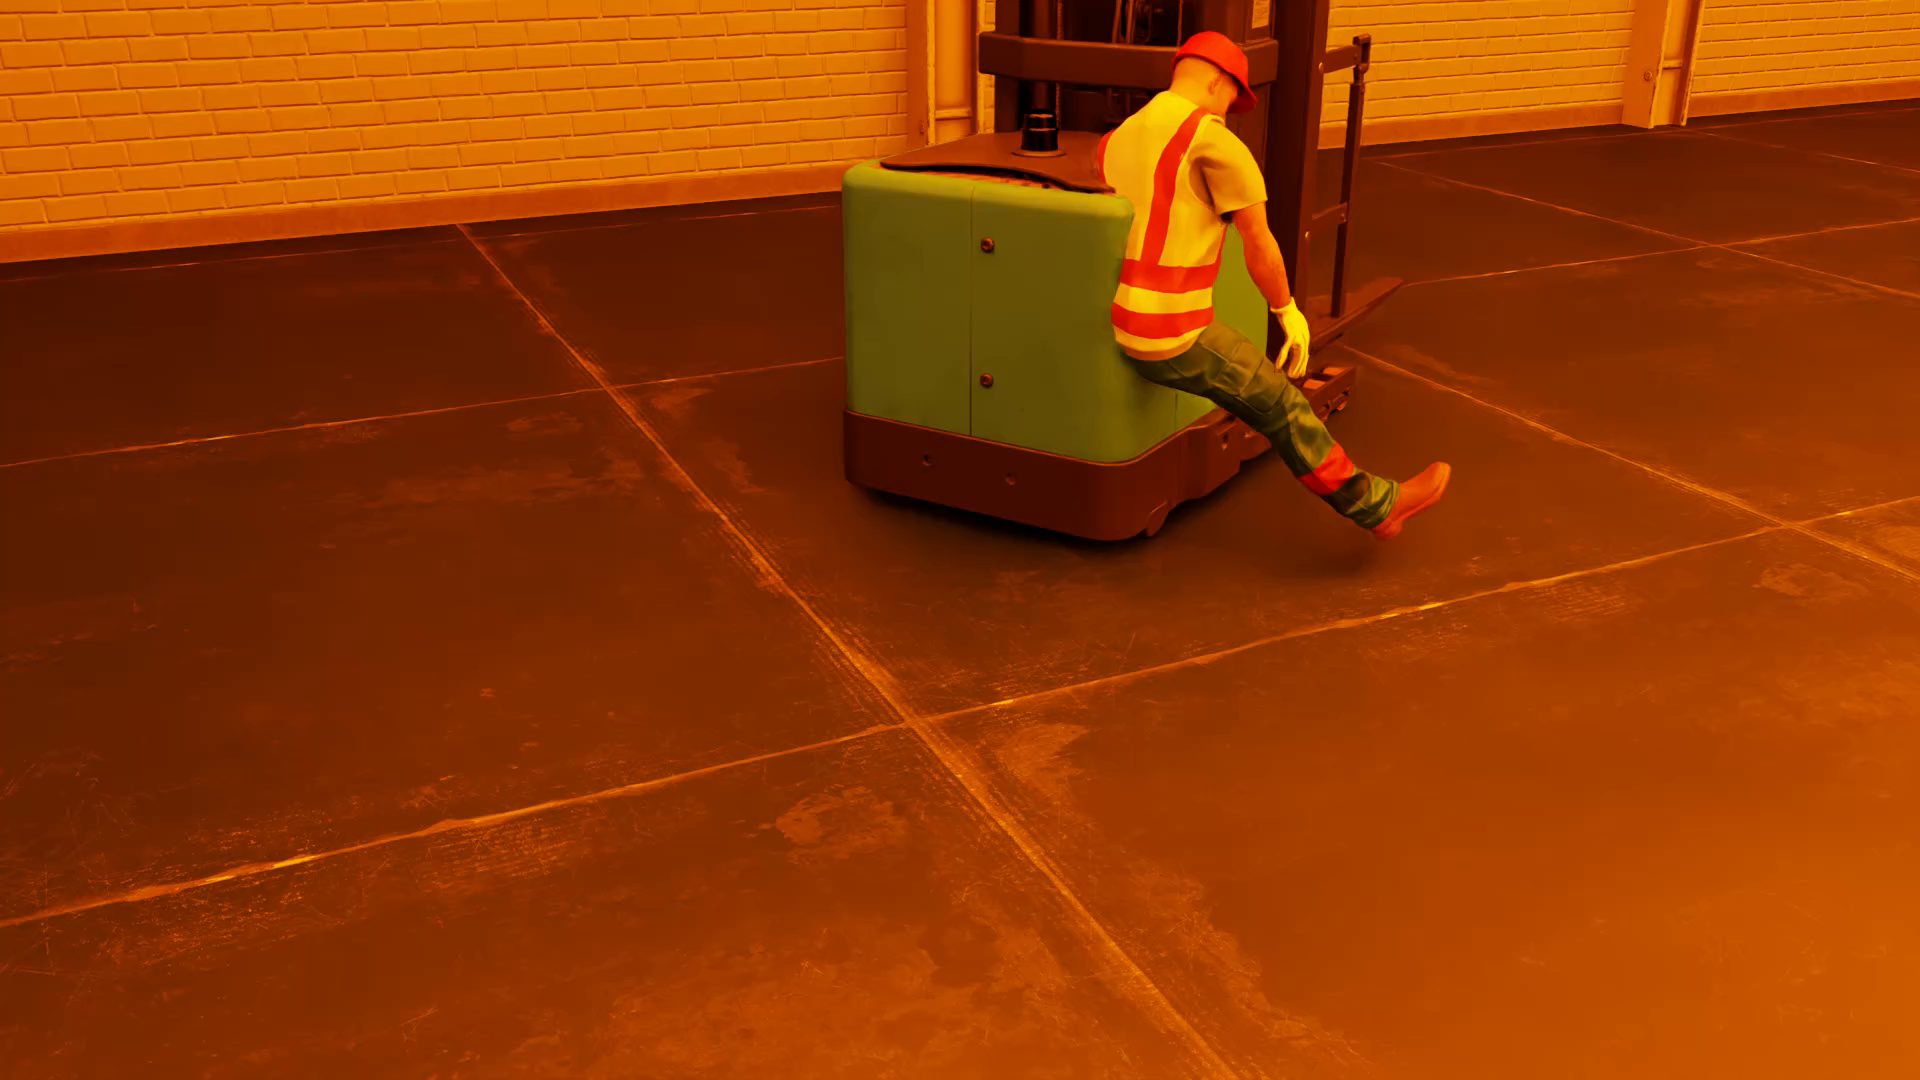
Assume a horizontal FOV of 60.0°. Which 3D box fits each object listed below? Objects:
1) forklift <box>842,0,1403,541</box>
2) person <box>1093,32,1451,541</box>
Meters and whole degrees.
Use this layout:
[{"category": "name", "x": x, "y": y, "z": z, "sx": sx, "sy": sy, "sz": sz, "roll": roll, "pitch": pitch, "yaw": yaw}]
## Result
[{"category": "forklift", "x": 0.840, "y": -1.866, "z": 5.778, "sx": 1.130, "sy": 2.935, "sz": 3.031, "roll": 14, "pitch": 26, "yaw": 30}, {"category": "person", "x": 0.766, "y": -0.775, "z": 4.989, "sx": 1.045, "sy": 1.451, "sz": 1.137, "roll": -10, "pitch": 25, "yaw": -22}]
